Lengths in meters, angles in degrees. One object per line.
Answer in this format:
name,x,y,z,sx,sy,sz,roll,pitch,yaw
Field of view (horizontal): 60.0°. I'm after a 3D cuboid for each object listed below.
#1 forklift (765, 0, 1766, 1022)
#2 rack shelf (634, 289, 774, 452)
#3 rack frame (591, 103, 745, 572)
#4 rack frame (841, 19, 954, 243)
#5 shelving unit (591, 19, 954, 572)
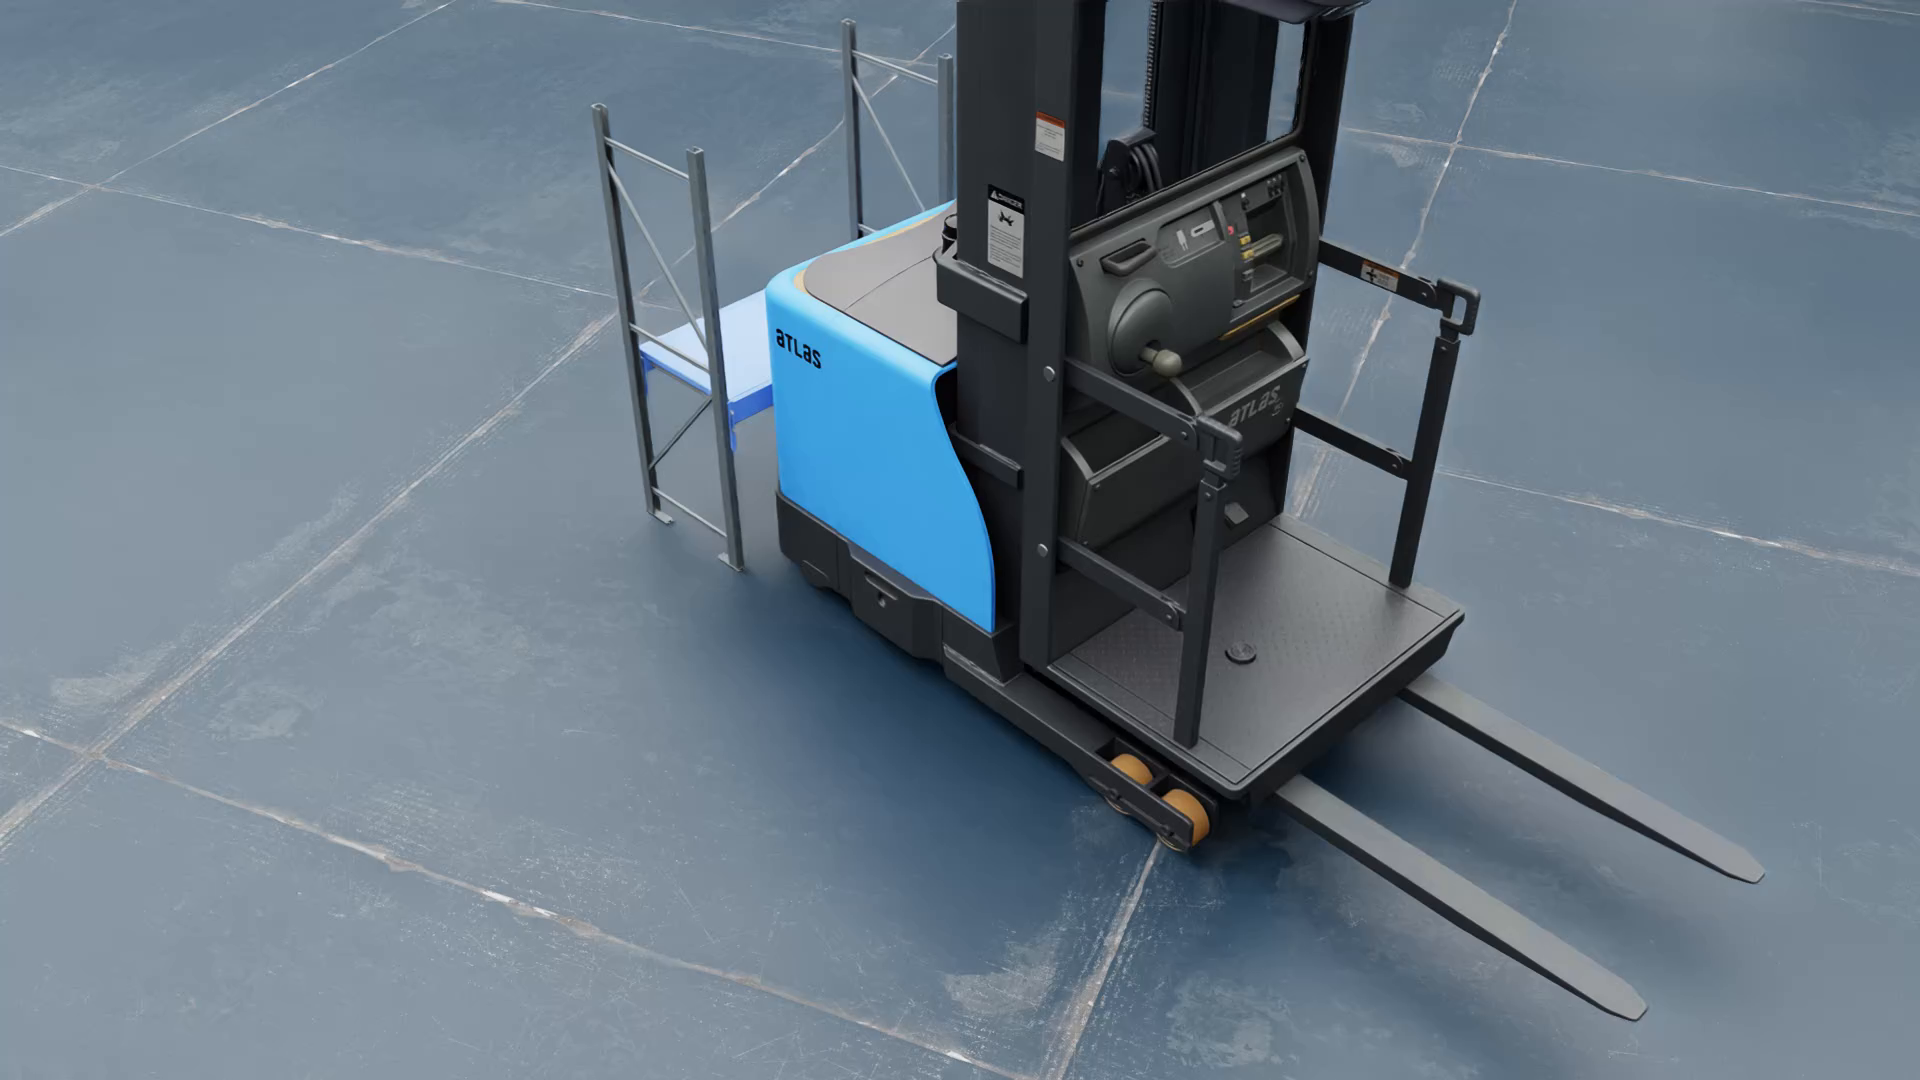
forklift,0.773,-0.666,4.193,1.130,2.935,3.031,-30,46,-34
rack shelf,-0.564,-0.678,5.705,0.538,0.185,1.000,30,46,34
rack frame,-0.918,-0.604,5.305,0.500,1.500,0.032,30,46,34
rack frame,-0.210,-1.041,5.889,0.500,1.500,0.032,30,46,34
shelving unit,-0.564,-0.822,5.597,0.538,1.500,1.048,30,46,34
